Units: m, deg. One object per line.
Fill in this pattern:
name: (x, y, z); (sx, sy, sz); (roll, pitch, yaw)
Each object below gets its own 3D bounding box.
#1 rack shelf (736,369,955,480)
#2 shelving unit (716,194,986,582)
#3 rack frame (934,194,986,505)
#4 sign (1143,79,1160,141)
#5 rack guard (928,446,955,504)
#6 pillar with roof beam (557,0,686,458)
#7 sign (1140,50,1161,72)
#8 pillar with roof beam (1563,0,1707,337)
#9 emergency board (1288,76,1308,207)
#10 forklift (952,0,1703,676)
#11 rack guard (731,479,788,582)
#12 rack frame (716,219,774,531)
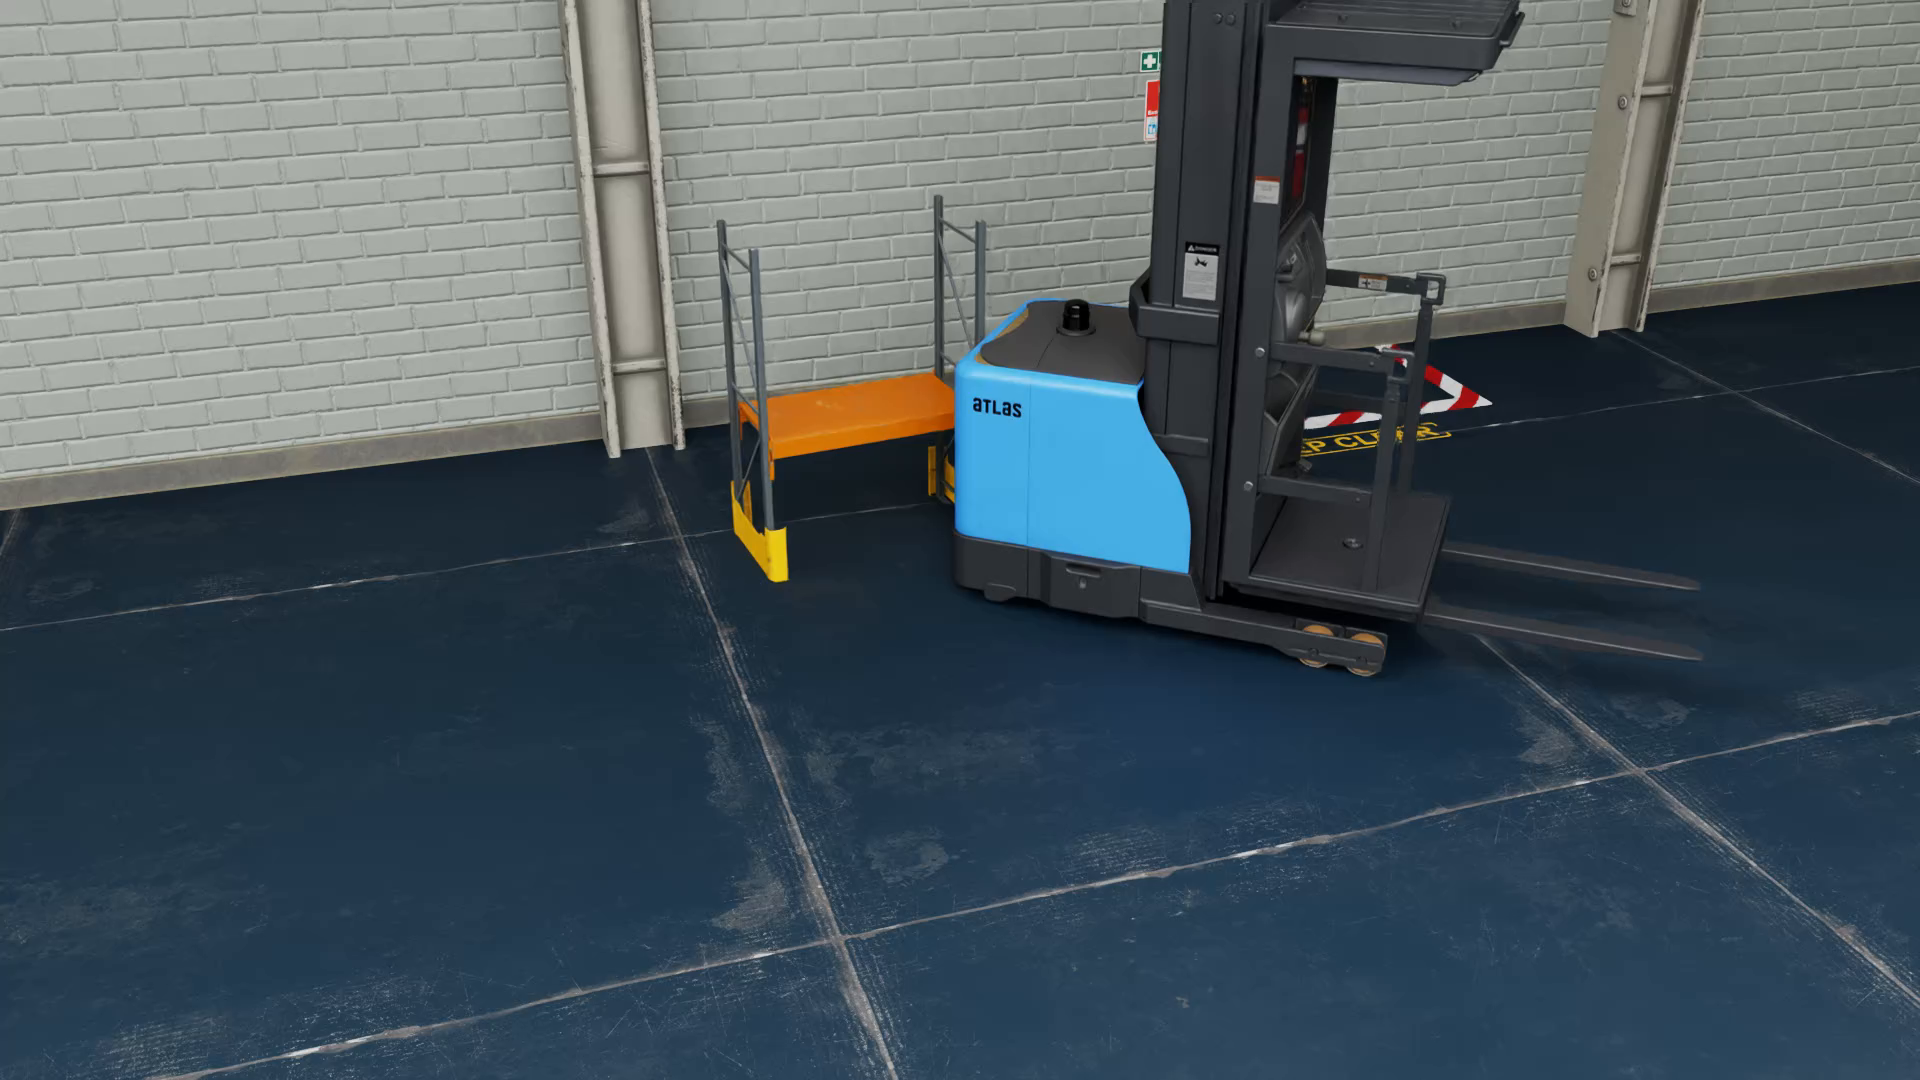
rack shelf: (-0.468, -0.536, 7.547); (1.000, 0.185, 0.538); (-11, 29, -21)
shelving unit: (-0.460, -0.698, 7.470); (1.083, 1.500, 0.587); (-11, 29, -21)
rack frame: (-0.004, -0.789, 7.653); (0.032, 1.500, 0.500); (-11, 29, -21)
sign: (1.115, -2.345, 9.061); (0.234, 0.329, 0.001); (-8, 28, -16)
rack guard: (-0.005, -0.229, 7.930); (0.087, 0.250, 0.587); (-11, 29, -21)
pillar with roof beam: (-0.338, -2.727, 3.123); (0.400, 9.000, 9.100); (-8, 28, -16)
sign: (1.122, -2.580, 8.937); (0.331, 0.109, 0.001); (-8, 28, -16)
pillar with roof beam: (5.367, -3.553, 4.787); (0.400, 9.000, 9.100); (-8, 28, -16)
emergency board: (1.672, -2.362, 9.134); (0.643, 1.169, 0.194); (-8, 28, -16)
forklift: (1.534, -1.036, 6.541); (3.031, 2.935, 1.130); (10, 28, 19)
rack guard: (-0.914, -0.048, 7.566); (0.087, 0.250, 0.587); (-11, 29, -21)
rack frame: (-0.932, -0.604, 7.281); (0.032, 1.500, 0.500); (-11, 29, -21)
